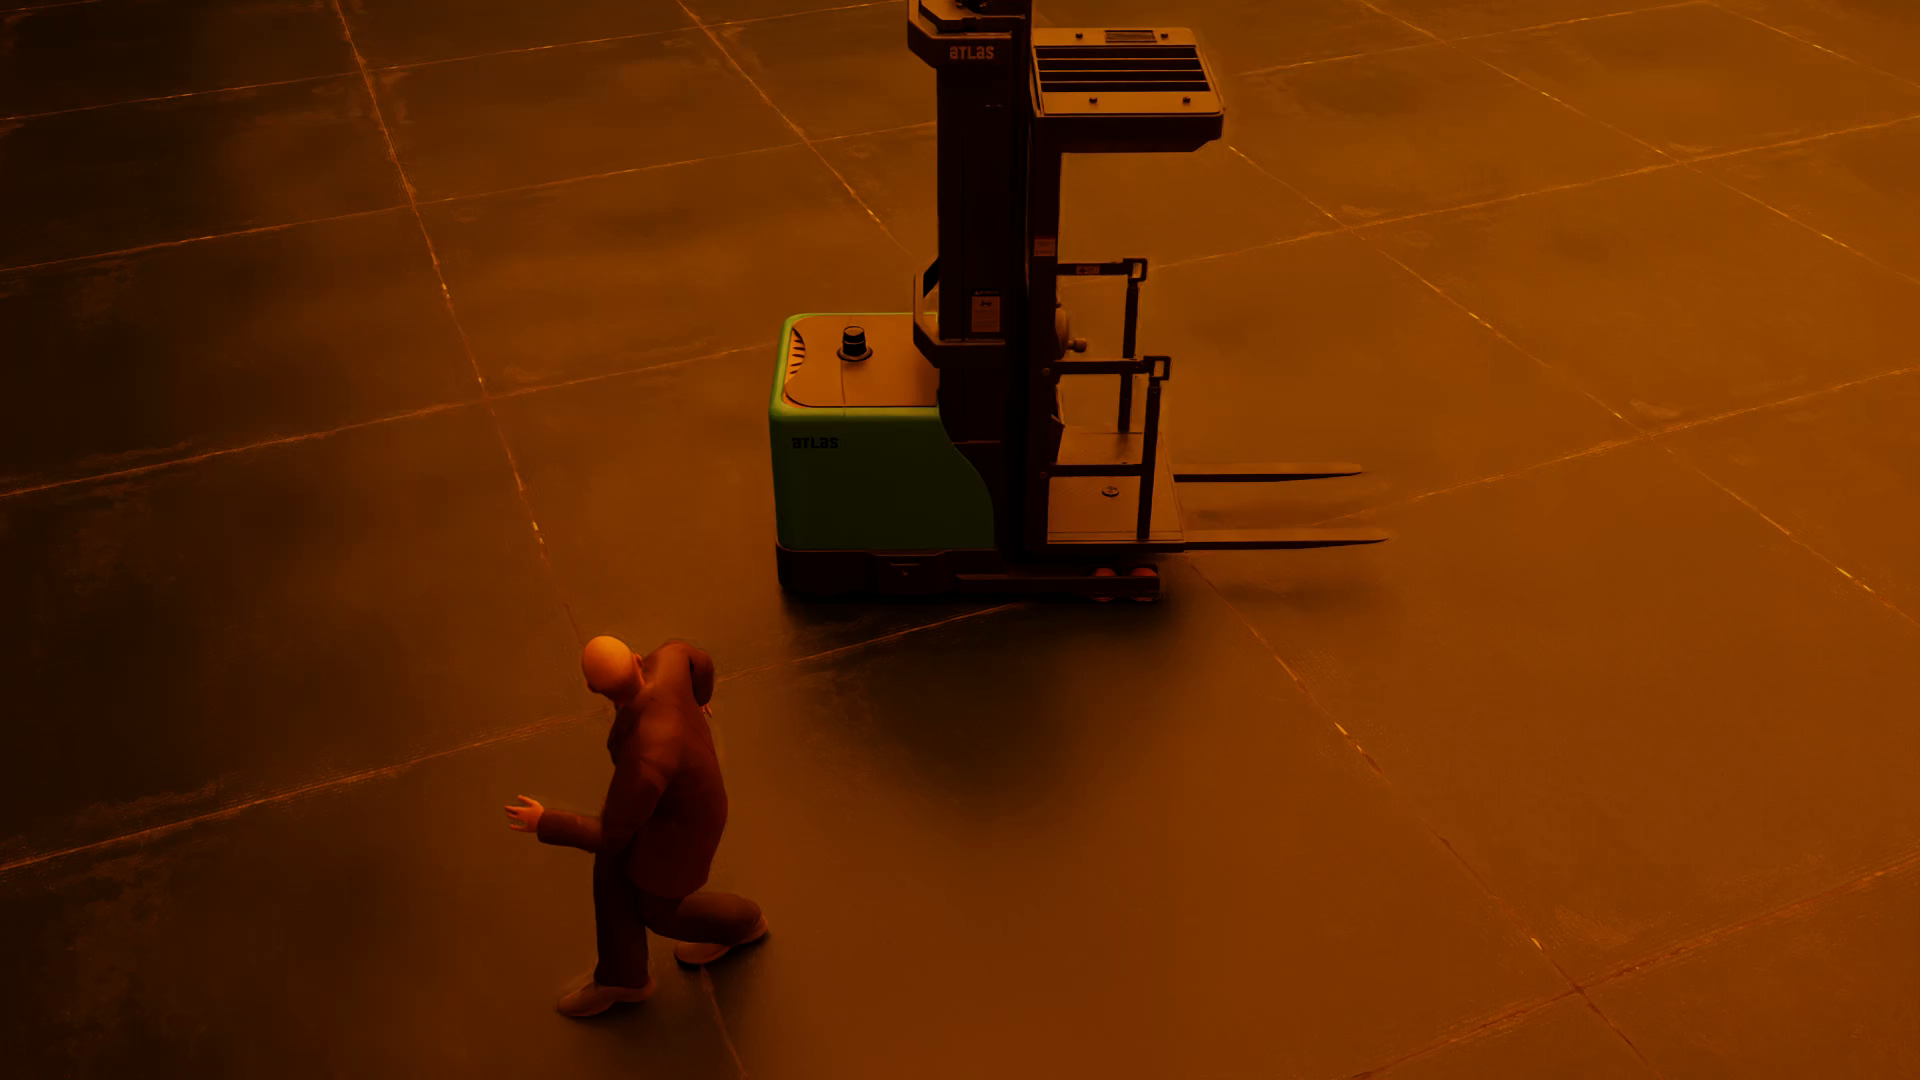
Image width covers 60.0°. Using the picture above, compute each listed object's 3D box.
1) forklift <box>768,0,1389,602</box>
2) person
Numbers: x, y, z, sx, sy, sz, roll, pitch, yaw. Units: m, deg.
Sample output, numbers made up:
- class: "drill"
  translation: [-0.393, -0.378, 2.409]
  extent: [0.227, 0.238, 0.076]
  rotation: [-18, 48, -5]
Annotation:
- class: "forklift"
  translation: [0.610, -1.199, 7.785]
  extent: [3.031, 2.935, 1.130]
  rotation: [0, 35, -1]
- class: "person"
  translation: [-1.170, 0.925, 5.940]
  extent: [0.866, 1.646, 0.830]
  rotation: [-10, 37, -14]
